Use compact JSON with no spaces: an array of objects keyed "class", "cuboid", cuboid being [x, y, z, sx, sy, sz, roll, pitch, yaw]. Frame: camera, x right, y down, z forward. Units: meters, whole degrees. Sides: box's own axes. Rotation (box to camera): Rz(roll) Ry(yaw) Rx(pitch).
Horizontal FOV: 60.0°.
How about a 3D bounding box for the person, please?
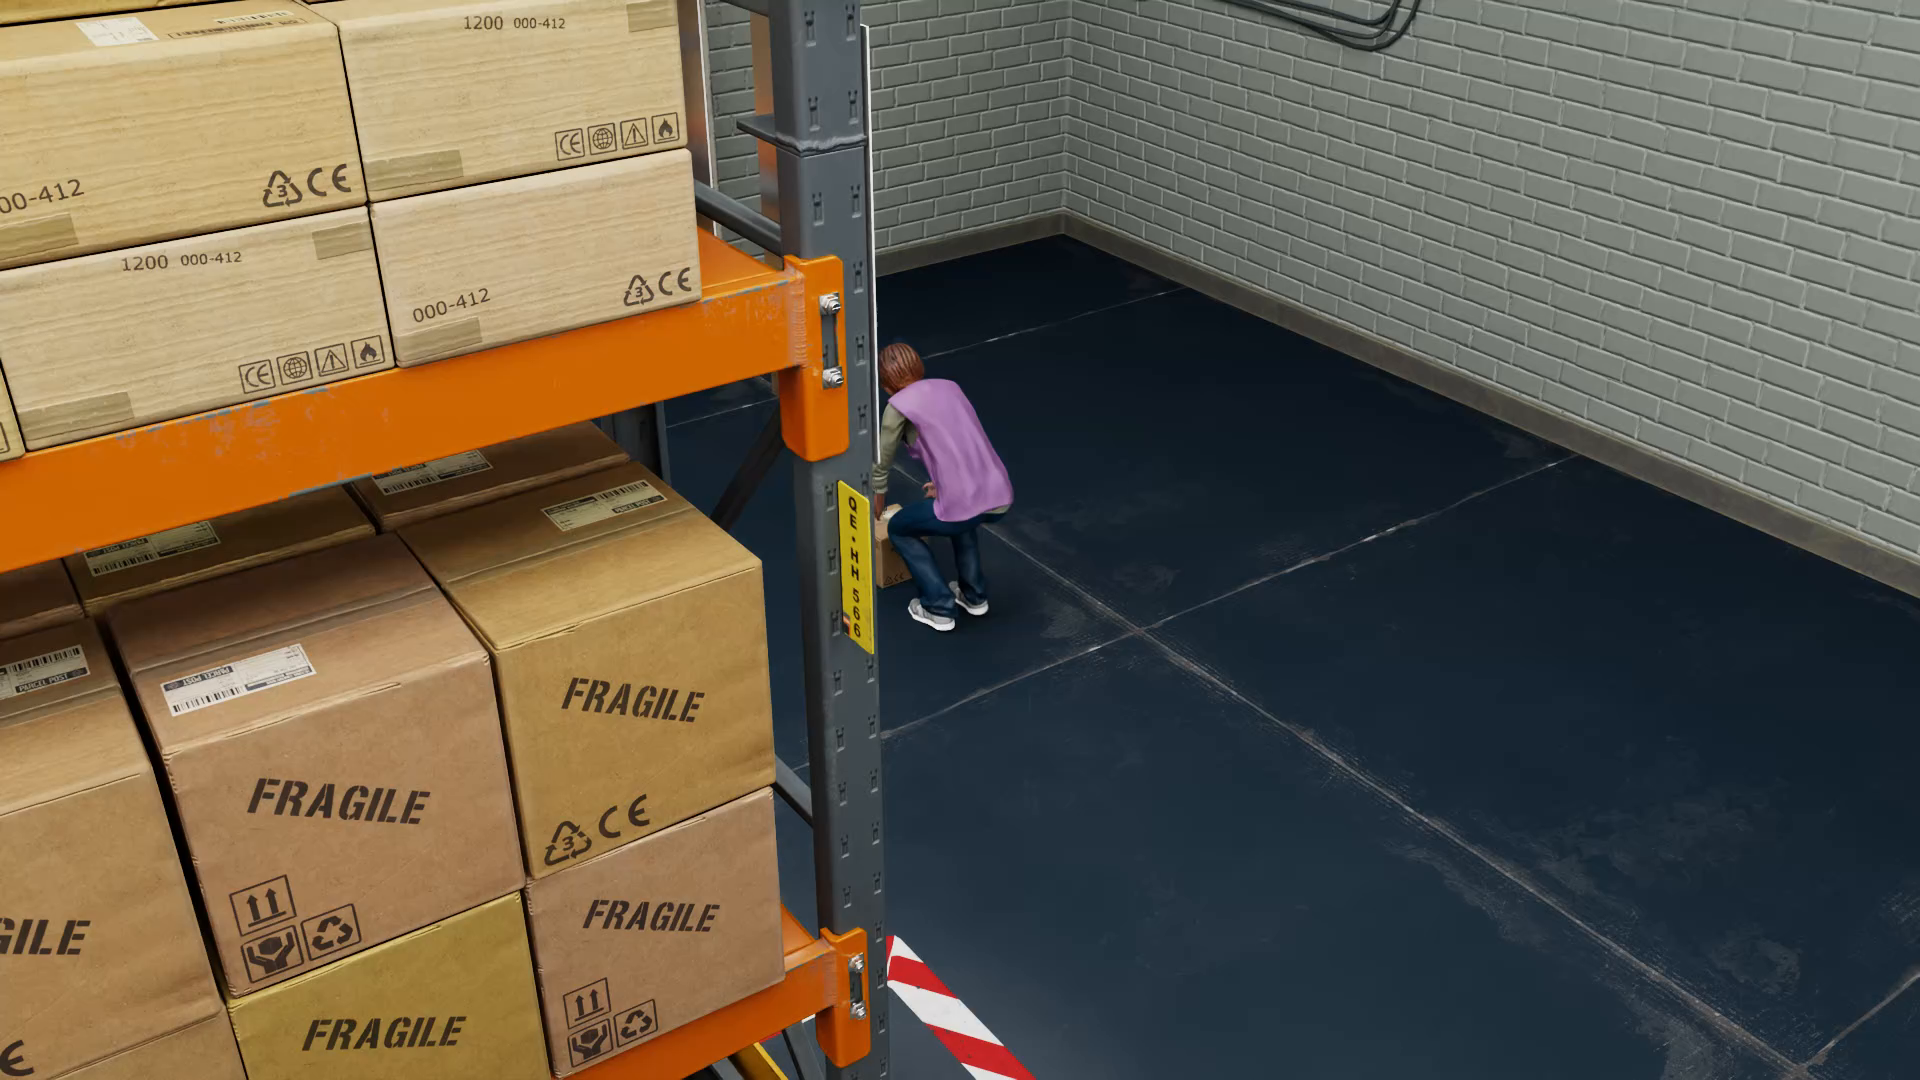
[{"class":"person","cuboid":[-0.080,-0.390,6.868,0.372,1.577,0.525,-20,35,-31]}]
